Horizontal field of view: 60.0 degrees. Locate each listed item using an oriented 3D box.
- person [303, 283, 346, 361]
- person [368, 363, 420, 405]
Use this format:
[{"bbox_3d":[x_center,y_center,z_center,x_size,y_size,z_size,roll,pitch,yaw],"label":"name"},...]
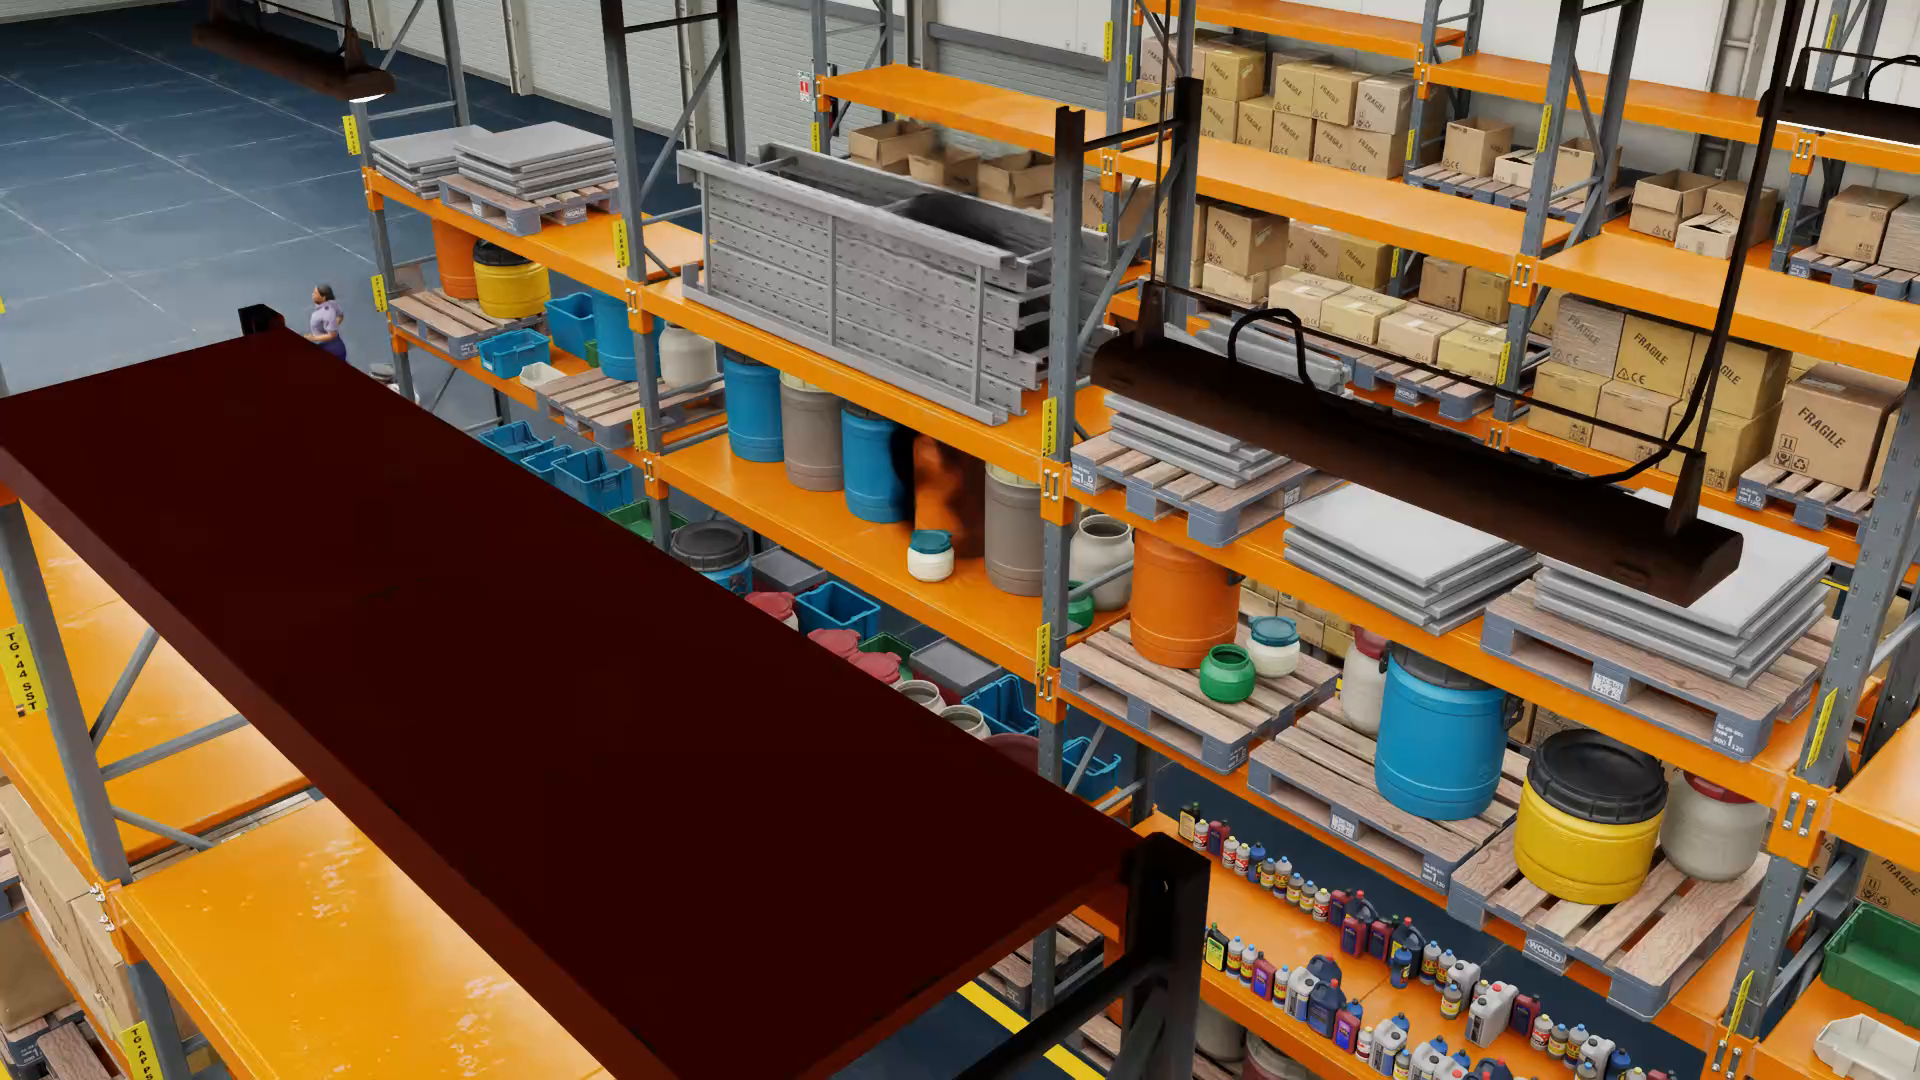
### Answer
[{"bbox_3d":[-7.254,-2.198,19.261,0.813,1.604,0.620,-10,30,-19],"label":"person"},{"bbox_3d":[-5.799,-1.011,16.972,0.894,1.706,0.616,2,28,3],"label":"person"}]
